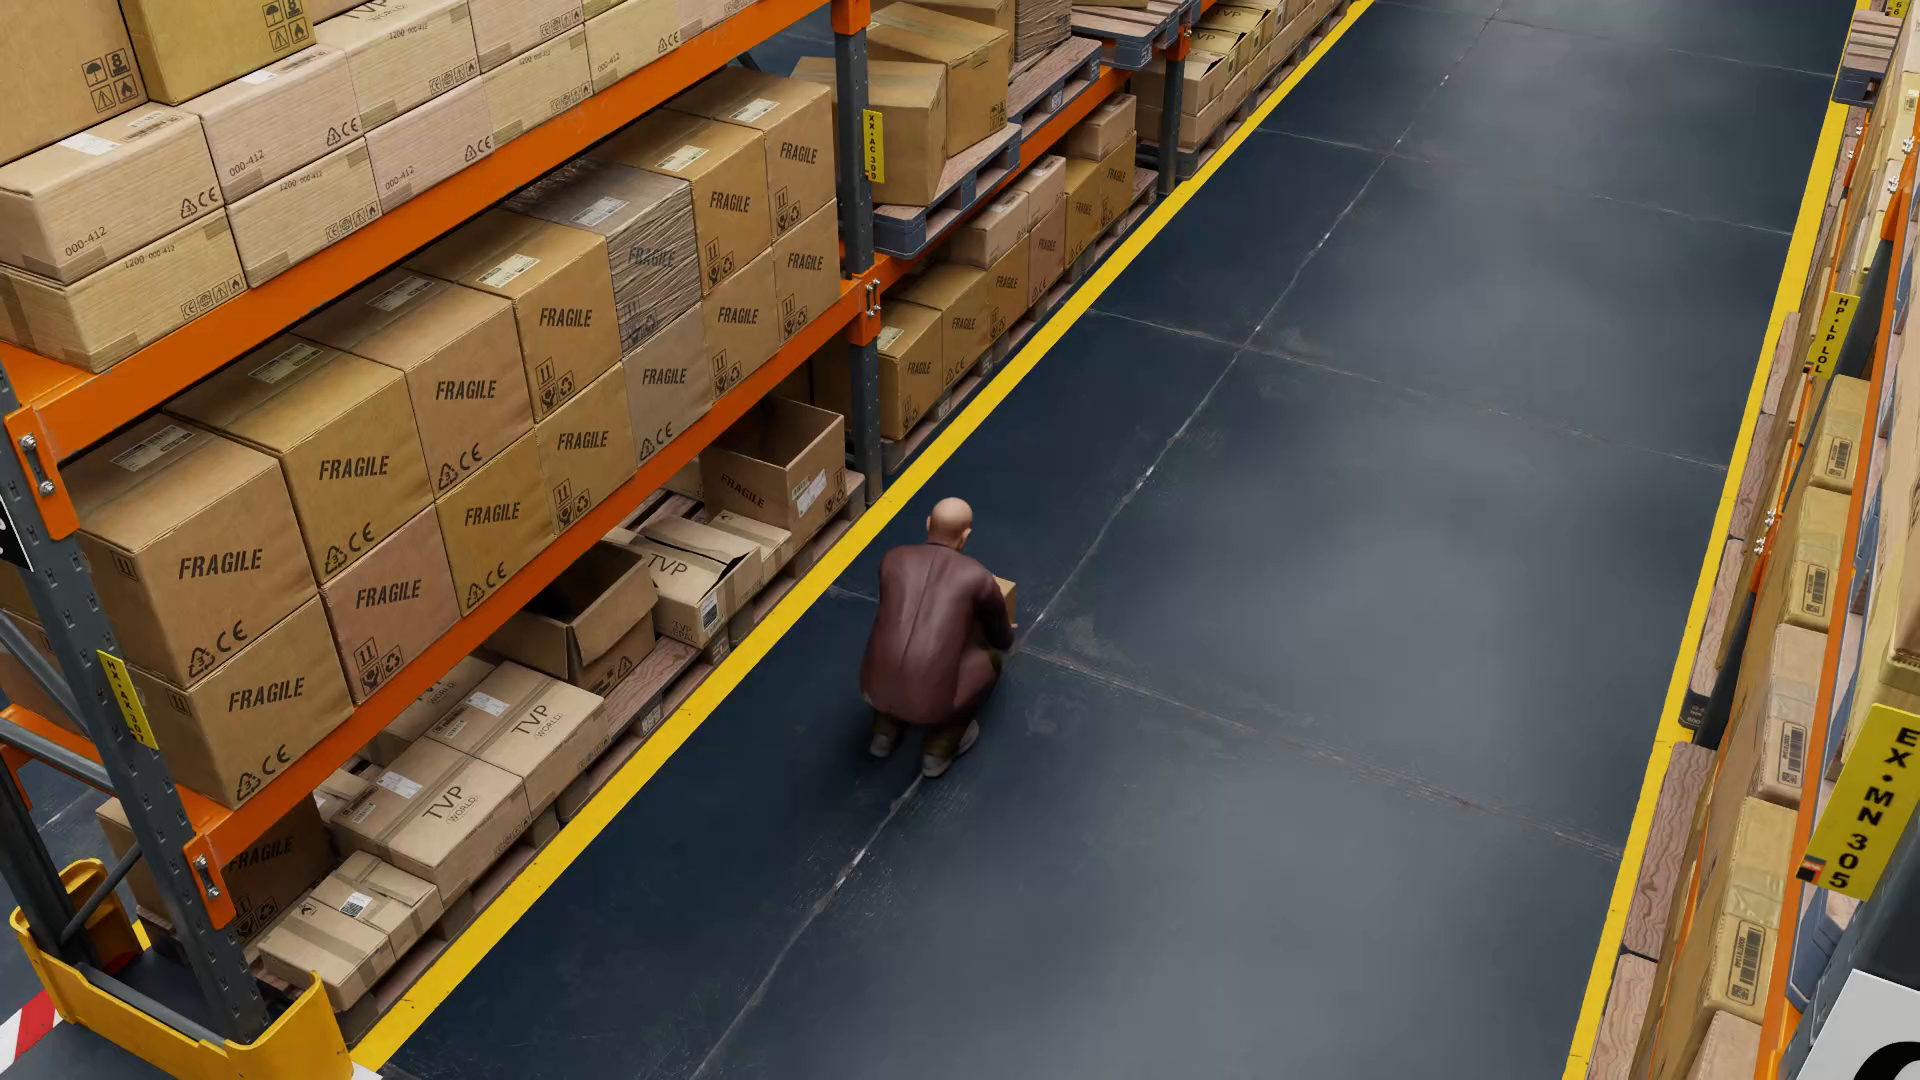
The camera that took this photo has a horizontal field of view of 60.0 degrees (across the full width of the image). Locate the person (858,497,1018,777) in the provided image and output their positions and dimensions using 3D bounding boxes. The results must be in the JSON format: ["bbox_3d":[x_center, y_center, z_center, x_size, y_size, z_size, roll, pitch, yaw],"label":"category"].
[{"bbox_3d":[-0.087,0.376,6.918,0.585,1.000,0.928,17,41,21],"label":"person"}]
